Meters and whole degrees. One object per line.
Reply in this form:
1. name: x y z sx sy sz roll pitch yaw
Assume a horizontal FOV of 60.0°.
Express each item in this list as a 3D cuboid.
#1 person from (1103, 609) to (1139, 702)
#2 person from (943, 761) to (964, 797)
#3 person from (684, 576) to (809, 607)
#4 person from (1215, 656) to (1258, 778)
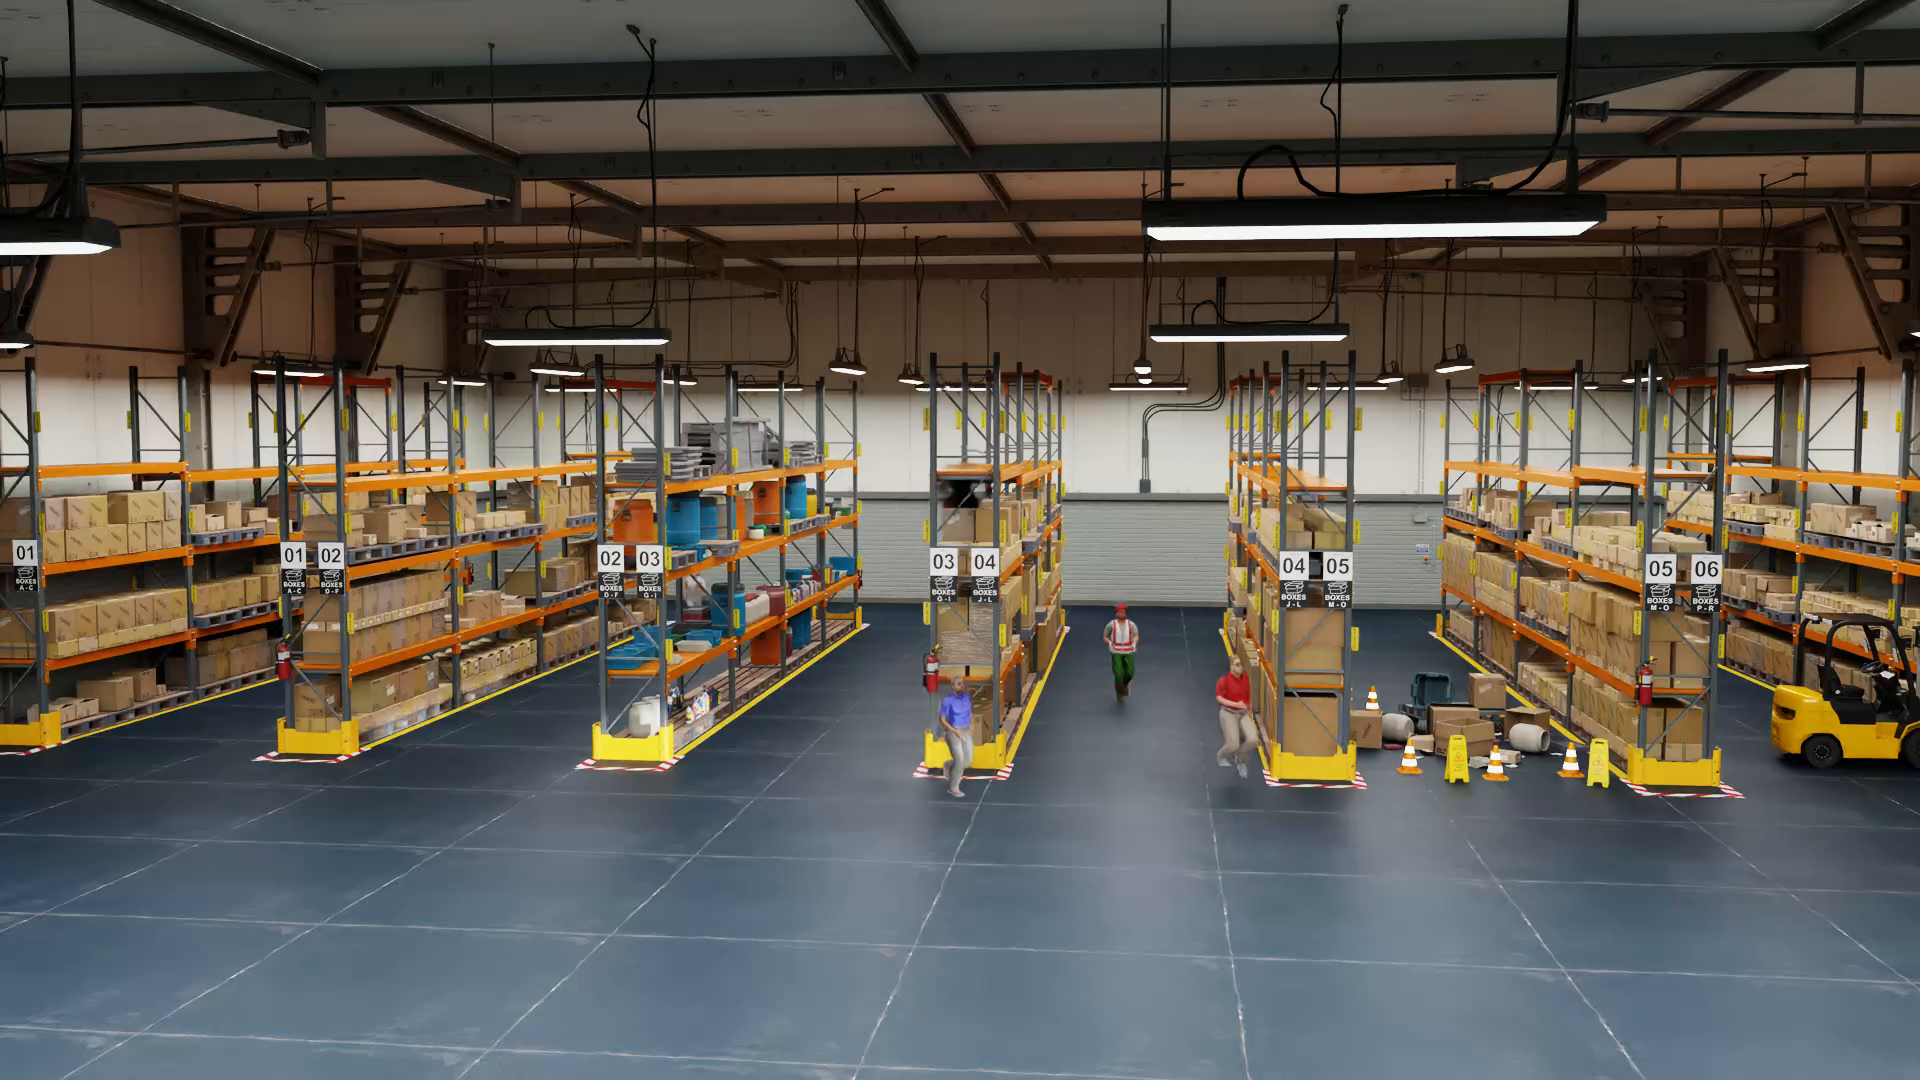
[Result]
1. person: 2.894 2.047 29.810 0.651 1.691 0.555 0 4 -3
2. person: -0.072 3.200 22.432 0.201 0.453 0.455 -3 5 -38
3. person: -4.795 1.585 37.048 3.101 1.539 3.698 0 4 -2
4. person: 3.804 2.432 22.776 0.678 1.683 0.711 -2 4 -25
